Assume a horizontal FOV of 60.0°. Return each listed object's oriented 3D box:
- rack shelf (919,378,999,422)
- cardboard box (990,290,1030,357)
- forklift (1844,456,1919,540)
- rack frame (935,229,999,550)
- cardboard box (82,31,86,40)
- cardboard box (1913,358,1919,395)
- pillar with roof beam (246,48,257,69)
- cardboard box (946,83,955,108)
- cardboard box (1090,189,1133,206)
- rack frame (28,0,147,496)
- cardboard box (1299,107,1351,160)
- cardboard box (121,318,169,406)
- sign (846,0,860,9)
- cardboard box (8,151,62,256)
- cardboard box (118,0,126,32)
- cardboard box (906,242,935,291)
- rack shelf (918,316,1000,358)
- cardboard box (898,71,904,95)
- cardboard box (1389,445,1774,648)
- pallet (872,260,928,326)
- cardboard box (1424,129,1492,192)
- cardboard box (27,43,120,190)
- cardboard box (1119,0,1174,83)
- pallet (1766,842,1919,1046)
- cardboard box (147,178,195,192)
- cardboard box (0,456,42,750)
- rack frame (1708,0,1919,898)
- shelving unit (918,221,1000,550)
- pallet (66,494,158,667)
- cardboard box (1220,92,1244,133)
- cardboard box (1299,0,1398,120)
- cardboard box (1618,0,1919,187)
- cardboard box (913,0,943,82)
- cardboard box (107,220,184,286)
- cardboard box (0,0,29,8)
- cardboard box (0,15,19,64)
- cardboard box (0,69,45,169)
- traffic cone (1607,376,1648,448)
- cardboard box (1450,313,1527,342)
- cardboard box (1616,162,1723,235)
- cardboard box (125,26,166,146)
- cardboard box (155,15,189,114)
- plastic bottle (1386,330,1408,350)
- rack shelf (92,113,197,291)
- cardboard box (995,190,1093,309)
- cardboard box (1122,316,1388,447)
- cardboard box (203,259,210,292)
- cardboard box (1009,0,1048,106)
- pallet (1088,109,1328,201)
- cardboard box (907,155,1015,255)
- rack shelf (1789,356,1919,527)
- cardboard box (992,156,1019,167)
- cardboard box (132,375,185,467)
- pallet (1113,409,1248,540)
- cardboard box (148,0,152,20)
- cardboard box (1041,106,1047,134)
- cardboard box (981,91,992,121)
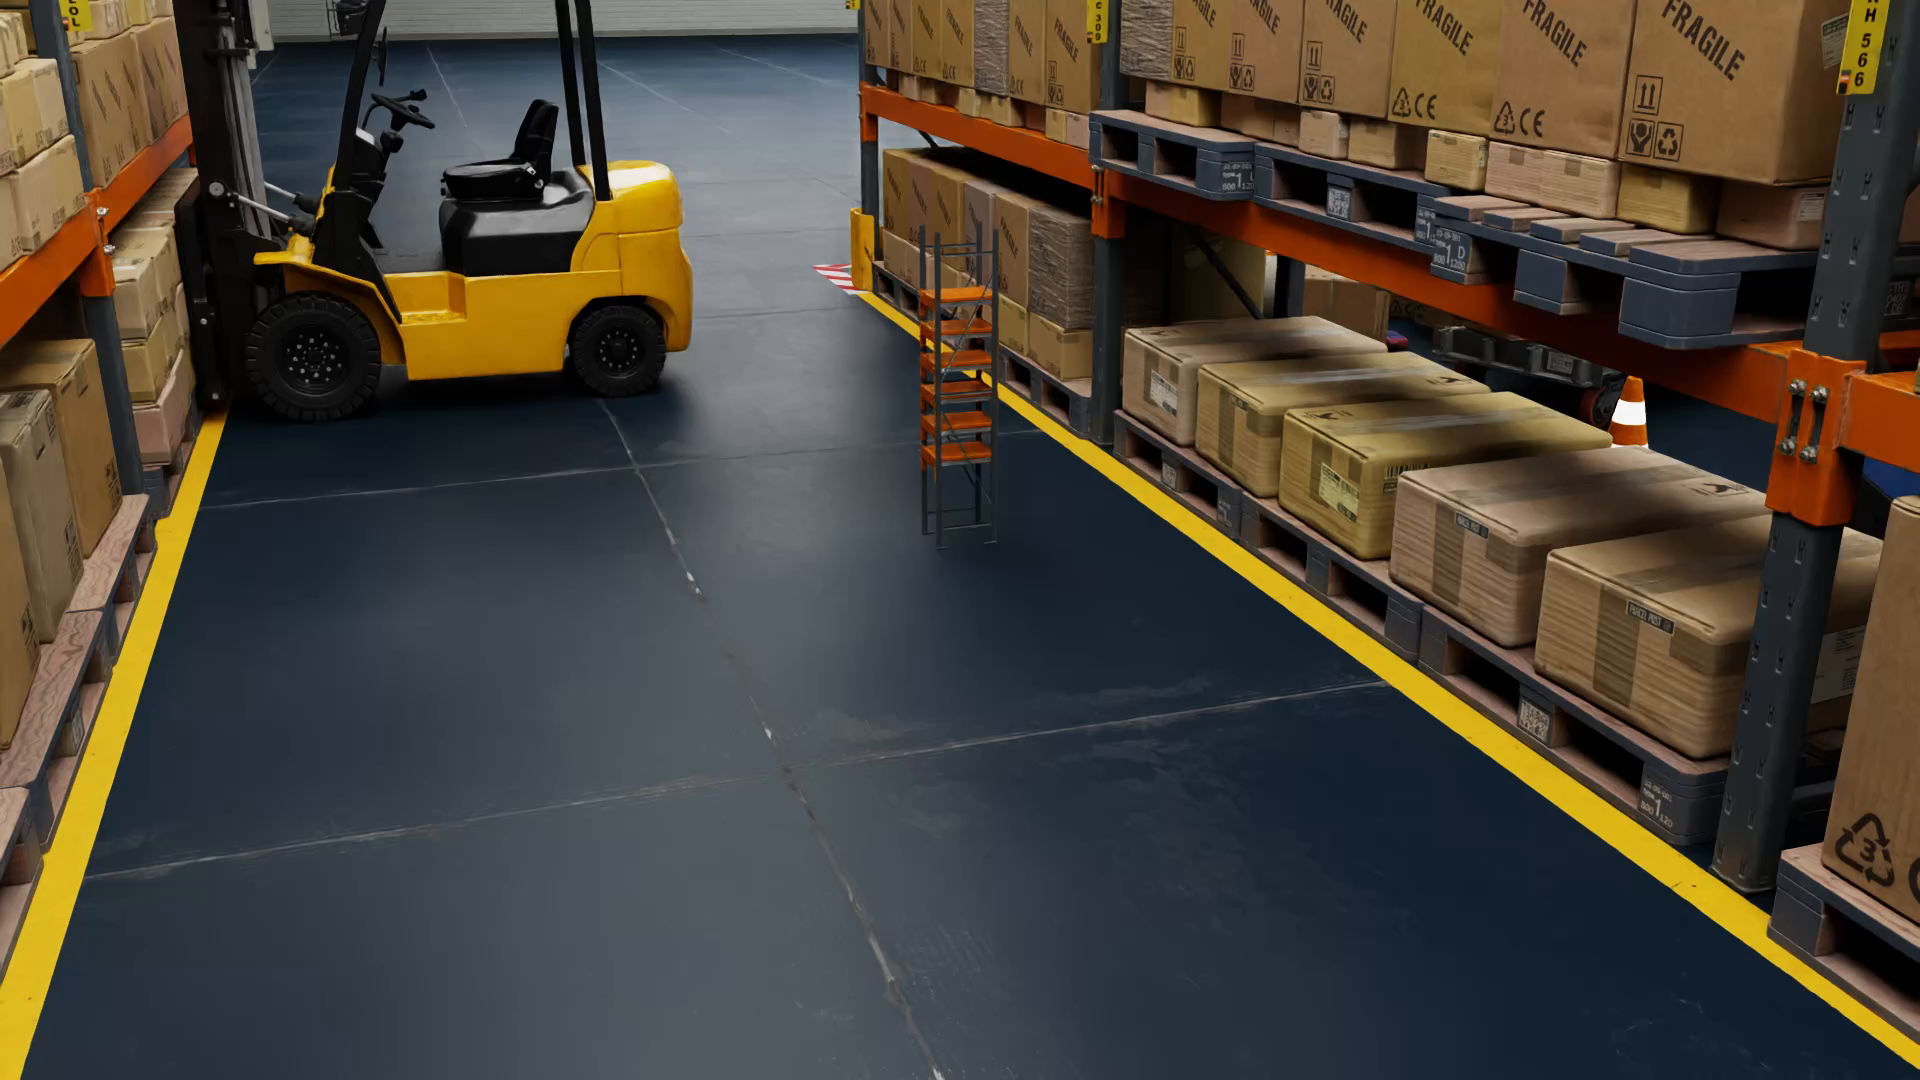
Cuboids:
[{"bbox_3d":[-0.005,-0.528,6.242,0.258,0.103,0.180,-6,21,-17],"label":"rack shelf"},{"bbox_3d":[0.476,-1.140,8.598,0.500,0.250,0.500,-7,21,-19],"label":"cardboard box"},{"bbox_3d":[4.779,-1.125,5.214,3.031,2.935,1.130,3,20,8],"label":"forklift"},{"bbox_3d":[0.024,-0.540,6.145,0.240,1.200,0.006,-6,21,-17],"label":"rack frame"},{"bbox_3d":[-3.659,-2.023,6.503,0.380,0.149,0.250,-6,21,-17],"label":"cardboard box"},{"bbox_3d":[2.266,-0.367,3.223,0.500,0.250,0.500,-7,21,-18],"label":"cardboard box"},{"bbox_3d":[-8.968,-13.323,30.198,9.100,9.000,0.400,-6,21,-17],"label":"pillar with roof beam"},{"bbox_3d":[0.136,-2.522,9.372,0.380,0.149,0.250,-6,21,-15],"label":"cardboard box"},{"bbox_3d":[0.985,-1.550,8.632,0.500,0.500,0.500,-6,20,-15],"label":"cardboard box"},{"bbox_3d":[-3.617,-1.376,5.811,1.000,3.000,0.127,-6,21,-17],"label":"rack frame"},{"bbox_3d":[1.351,-1.352,5.494,0.380,0.149,0.250,-6,20,-15],"label":"cardboard box"},{"bbox_3d":[-3.476,-0.703,6.644,0.500,0.250,0.500,-6,21,-17],"label":"cardboard box"},{"bbox_3d":[-0.678,-3.538,10.550,0.100,0.325,0.005,-6,21,-17],"label":"sign"},{"bbox_3d":[-3.047,-1.011,5.016,0.500,0.250,0.500,-7,21,-18],"label":"cardboard box"},{"bbox_3d":[-3.843,-2.273,7.199,0.380,0.149,0.250,-7,21,-19],"label":"cardboard box"},{"bbox_3d":[-0.019,-1.639,9.990,0.500,0.250,0.500,-6,21,-15],"label":"cardboard box"},{"bbox_3d":[-0.005,-0.753,6.160,0.258,0.103,0.180,-6,21,-17],"label":"rack shelf"},{"bbox_3d":[-0.154,-2.766,10.052,0.380,0.149,0.250,-7,21,-19],"label":"cardboard box"},{"bbox_3d":[1.943,-0.001,5.247,0.950,0.372,0.625,-7,21,-18],"label":"cardboard box"},{"bbox_3d":[0.082,-1.587,10.524,1.003,0.211,1.213,-6,21,-17],"label":"pallet"},{"bbox_3d":[1.579,-1.104,4.803,0.380,0.149,0.250,-6,21,-16],"label":"cardboard box"},{"bbox_3d":[-3.509,-1.594,6.268,0.500,0.500,0.500,-7,21,-19],"label":"cardboard box"},{"bbox_3d":[0.969,-2.109,6.641,0.500,0.500,0.500,-6,21,-16],"label":"cardboard box"},{"bbox_3d":[2.527,0.952,3.454,1.003,0.211,1.213,-6,21,-17],"label":"pallet"},{"bbox_3d":[-4.267,-1.756,8.836,0.500,0.250,0.500,-6,21,-16],"label":"cardboard box"},{"bbox_3d":[-2.968,0.201,4.312,0.875,0.625,0.625,-7,21,-19],"label":"cardboard box"},{"bbox_3d":[2.351,-0.621,3.709,1.000,3.000,0.127,-6,21,-17],"label":"rack frame"},{"bbox_3d":[-0.005,-0.569,6.227,0.258,1.200,0.189,-6,21,-17],"label":"shelving unit"},{"bbox_3d":[-3.348,0.168,5.636,1.003,0.211,1.213,-6,21,-17],"label":"pallet"},{"bbox_3d":[1.199,-1.610,6.211,0.380,0.149,0.250,-5,20,-14],"label":"cardboard box"},{"bbox_3d":[1.441,-1.624,5.292,0.500,0.500,0.500,-7,21,-19],"label":"cardboard box"},{"bbox_3d":[1.944,-1.122,3.895,0.500,0.500,0.500,-7,21,-19],"label":"cardboard box"},{"bbox_3d":[0.049,-2.865,9.367,0.500,0.500,0.500,-7,21,-18],"label":"cardboard box"},{"bbox_3d":[-3.790,-1.263,7.462,0.500,0.250,0.500,-6,21,-15],"label":"cardboard box"},{"bbox_3d":[-3.436,-2.003,6.007,0.380,0.149,0.250,-6,21,-16],"label":"cardboard box"},{"bbox_3d":[-3.201,-1.562,5.220,0.380,0.149,0.250,-7,21,-18],"label":"cardboard box"},{"bbox_3d":[-3.052,-1.246,4.931,0.500,0.250,0.500,-7,21,-19],"label":"cardboard box"},{"bbox_3d":[2.813,-0.462,7.018,0.336,0.463,0.334,-6,21,-17],"label":"traffic cone"},{"bbox_3d":[2.774,-1.284,8.131,0.500,0.500,0.500,-6,21,-17],"label":"cardboard box"},{"bbox_3d":[1.872,-0.859,4.122,0.380,0.149,0.250,-6,21,-16],"label":"cardboard box"},{"bbox_3d":[-3.986,-2.085,7.636,0.500,0.500,0.500,-6,21,-17],"label":"cardboard box"},{"bbox_3d":[-4.470,-2.577,9.006,0.500,0.500,0.500,-7,21,-18],"label":"cardboard box"},{"bbox_3d":[2.469,-1.135,9.487,0.133,0.061,0.283,-3,20,-8],"label":"plastic bottle"},{"bbox_3d":[-4.246,-1.680,7.720,1.077,0.370,4.000,-6,21,-17],"label":"rack shelf"},{"bbox_3d":[0.492,-1.486,8.453,0.500,0.500,0.500,-6,21,-16],"label":"cardboard box"},{"bbox_3d":[1.261,-0.698,7.188,0.950,0.372,0.625,-6,21,-17],"label":"cardboard box"},{"bbox_3d":[-4.095,-1.350,8.445,0.500,0.250,0.500,-7,21,-18],"label":"cardboard box"},{"bbox_3d":[0.550,-2.373,7.997,0.500,0.500,0.500,-6,21,-15],"label":"cardboard box"},{"bbox_3d":[1.196,-1.554,6.589,1.003,0.211,1.213,-6,21,-17],"label":"pallet"},{"bbox_3d":[0.004,-1.982,9.834,0.500,0.500,0.500,-7,21,-19],"label":"cardboard box"},{"bbox_3d":[2.980,0.359,2.044,1.077,0.370,4.000,-6,21,-17],"label":"rack shelf"},{"bbox_3d":[0.503,-2.049,10.020,0.500,0.500,0.500,-6,21,-15],"label":"cardboard box"},{"bbox_3d":[-3.455,-0.470,6.735,0.500,0.250,0.500,-6,21,-17],"label":"cardboard box"},{"bbox_3d":[1.340,-0.343,7.059,1.003,0.211,1.213,-6,21,-17],"label":"pallet"},{"bbox_3d":[-4.172,-2.601,8.113,0.380,0.149,0.250,-7,21,-19],"label":"cardboard box"},{"bbox_3d":[0.611,-2.029,7.999,0.380,0.149,0.250,-6,21,-17],"label":"cardboard box"},{"bbox_3d":[0.329,-2.268,8.666,0.380,0.149,0.250,-7,21,-18],"label":"cardboard box"}]
